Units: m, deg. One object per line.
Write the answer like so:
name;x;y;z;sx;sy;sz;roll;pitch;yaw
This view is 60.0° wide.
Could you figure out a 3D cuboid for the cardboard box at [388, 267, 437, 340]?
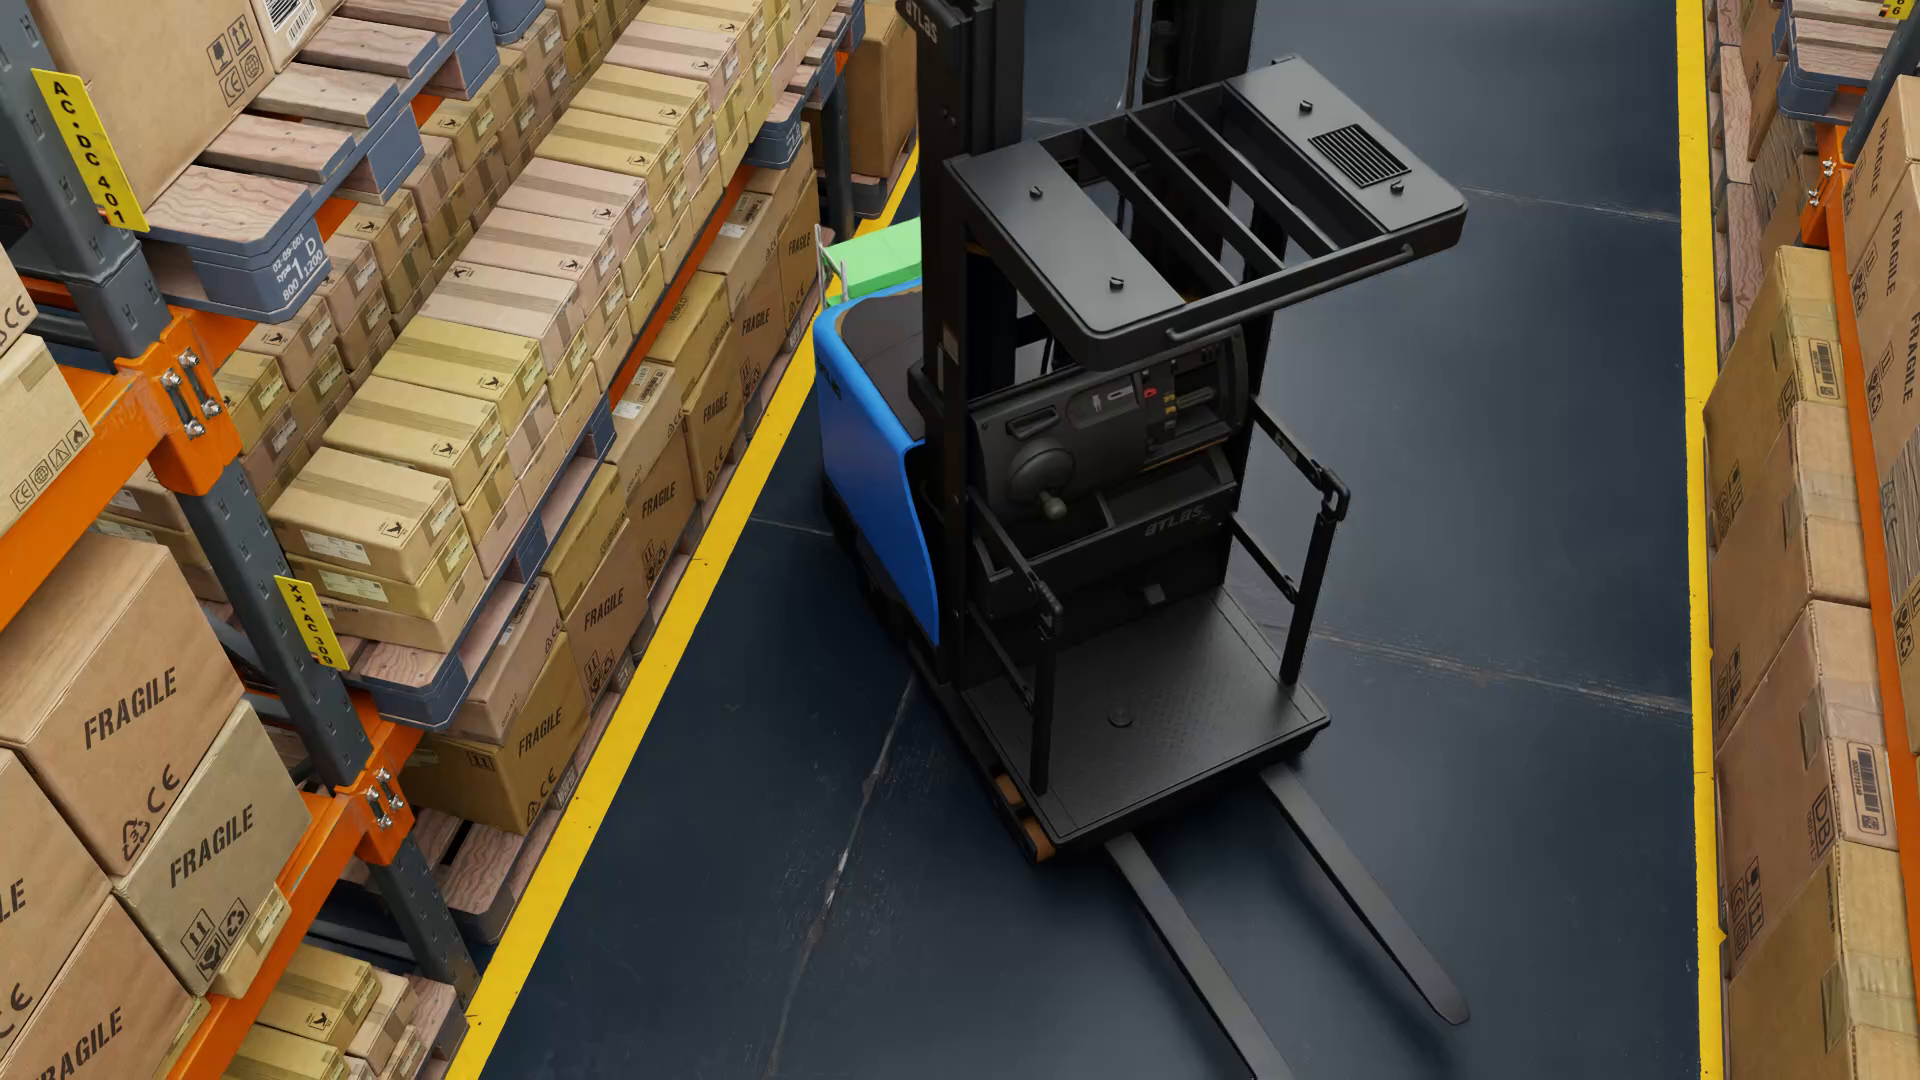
cardboard box;-1.869;-0.751;5.218;0.380;0.149;0.250;10;49;8

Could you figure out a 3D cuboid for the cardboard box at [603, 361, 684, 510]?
cardboard box;-1.327;-0.413;5.920;0.500;0.250;0.500;13;50;11

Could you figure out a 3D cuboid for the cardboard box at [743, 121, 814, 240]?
cardboard box;-0.927;-1.524;6.900;0.500;0.250;0.500;11;49;9

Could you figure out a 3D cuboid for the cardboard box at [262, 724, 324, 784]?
cardboard box;-2.100;0.486;5.627;0.500;0.500;0.500;11;49;9

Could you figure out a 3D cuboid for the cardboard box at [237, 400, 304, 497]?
cardboard box;-2.070;-0.289;4.613;0.380;0.149;0.250;12;50;10

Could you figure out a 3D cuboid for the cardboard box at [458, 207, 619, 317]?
cardboard box;-1.232;-0.817;4.880;0.380;0.149;0.250;11;50;10

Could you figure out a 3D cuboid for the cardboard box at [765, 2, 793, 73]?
cardboard box;-0.826;-1.833;5.975;0.380;0.149;0.250;13;50;11

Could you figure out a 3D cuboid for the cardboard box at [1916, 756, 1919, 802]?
cardboard box;2.703;0.653;4.025;0.500;0.500;0.500;13;50;11

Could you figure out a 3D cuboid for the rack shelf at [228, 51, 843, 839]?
rack shelf;-1.526;-0.826;5.877;1.077;0.370;4.000;12;50;10

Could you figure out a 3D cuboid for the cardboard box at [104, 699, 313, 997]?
cardboard box;-1.907;0.657;3.824;0.500;0.500;0.500;12;50;10

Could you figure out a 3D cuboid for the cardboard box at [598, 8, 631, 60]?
cardboard box;-1.453;-1.893;6.227;0.380;0.149;0.250;14;50;12

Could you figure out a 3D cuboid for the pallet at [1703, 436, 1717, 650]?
pallet;3.479;0.019;6.511;1.003;0.211;1.213;12;50;10

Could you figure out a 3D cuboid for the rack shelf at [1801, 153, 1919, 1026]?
rack shelf;3.233;0.226;4.949;1.077;0.370;4.000;12;50;10

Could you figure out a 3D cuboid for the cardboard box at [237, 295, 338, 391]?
cardboard box;-1.995;-0.580;4.671;0.380;0.149;0.250;10;49;9

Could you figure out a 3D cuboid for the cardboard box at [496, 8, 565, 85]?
cardboard box;-1.585;-1.708;5.667;0.380;0.149;0.250;14;50;12

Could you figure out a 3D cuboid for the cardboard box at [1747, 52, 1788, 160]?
cardboard box;4.192;-2.081;7.879;0.700;0.500;0.500;15;50;13

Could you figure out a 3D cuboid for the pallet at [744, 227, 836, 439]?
pallet;-1.207;-1.023;7.431;1.003;0.211;1.213;12;50;10

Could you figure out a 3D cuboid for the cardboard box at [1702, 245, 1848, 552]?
cardboard box;3.557;-0.400;6.158;1.225;0.875;0.875;9;49;8

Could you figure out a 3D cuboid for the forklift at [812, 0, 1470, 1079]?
forklift;0.574;-0.258;4.941;1.130;2.935;3.031;-21;52;-18

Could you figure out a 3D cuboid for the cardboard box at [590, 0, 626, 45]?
cardboard box;-1.457;-1.965;6.091;0.380;0.149;0.250;10;49;9

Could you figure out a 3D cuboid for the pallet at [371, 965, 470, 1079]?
pallet;-2.195;1.798;4.941;1.003;0.211;1.213;12;50;10

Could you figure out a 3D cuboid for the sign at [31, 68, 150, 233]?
sign;-1.527;-0.679;2.922;0.100;0.325;0.005;12;50;10

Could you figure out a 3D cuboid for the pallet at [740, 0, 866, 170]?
pallet;-1.084;-1.911;6.482;1.213;0.211;1.003;12;50;10

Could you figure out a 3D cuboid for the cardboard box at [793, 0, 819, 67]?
cardboard box;-0.753;-1.940;6.268;0.380;0.149;0.250;11;50;10

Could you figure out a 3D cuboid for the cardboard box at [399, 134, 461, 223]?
cardboard box;-1.791;-1.142;5.166;0.380;0.149;0.250;10;49;8

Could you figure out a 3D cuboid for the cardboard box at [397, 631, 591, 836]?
cardboard box;-1.602;0.589;5.536;0.500;0.500;0.500;13;50;11

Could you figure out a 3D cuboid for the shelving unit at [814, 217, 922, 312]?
shelving unit;-0.255;-0.766;6.545;0.503;1.200;0.258;-22;52;-18

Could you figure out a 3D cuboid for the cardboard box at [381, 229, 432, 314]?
cardboard box;-1.864;-0.855;5.112;0.380;0.149;0.250;9;49;8

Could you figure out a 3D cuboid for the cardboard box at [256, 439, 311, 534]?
cardboard box;-2.071;-0.188;4.721;0.380;0.149;0.250;12;50;10

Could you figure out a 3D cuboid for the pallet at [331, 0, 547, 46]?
pallet;-1.517;-1.724;4.314;1.213;0.211;1.003;12;50;10

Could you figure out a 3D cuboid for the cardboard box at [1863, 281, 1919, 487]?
cardboard box;3.104;-0.449;4.998;0.500;0.500;0.500;11;49;9

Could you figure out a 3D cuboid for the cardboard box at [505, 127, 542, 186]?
cardboard box;-1.659;-1.323;5.724;0.380;0.149;0.250;12;50;11

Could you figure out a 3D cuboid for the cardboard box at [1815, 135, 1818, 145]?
cardboard box;4.036;-1.902;7.220;0.500;0.250;0.500;17;51;14

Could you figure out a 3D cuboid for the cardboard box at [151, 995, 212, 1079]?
cardboard box;-1.992;1.108;3.858;0.380;0.149;0.250;13;50;12

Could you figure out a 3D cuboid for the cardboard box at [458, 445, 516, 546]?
cardboard box;-1.439;-0.154;4.493;0.380;0.149;0.250;11;49;9

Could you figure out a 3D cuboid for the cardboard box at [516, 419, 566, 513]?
cardboard box;-1.368;-0.249;4.776;0.380;0.149;0.250;12;50;10

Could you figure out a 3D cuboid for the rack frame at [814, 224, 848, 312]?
rack frame;-0.470;-0.679;6.468;0.015;1.200;0.240;-22;52;-18

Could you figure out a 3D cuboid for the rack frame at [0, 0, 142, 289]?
rack frame;-2.052;-1.603;2.081;1.000;3.000;0.127;12;50;10

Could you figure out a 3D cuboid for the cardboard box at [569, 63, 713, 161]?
cardboard box;-1.029;-1.384;5.380;0.380;0.149;0.250;14;50;12

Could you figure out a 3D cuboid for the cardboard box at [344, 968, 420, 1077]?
cardboard box;-1.828;1.379;4.874;0.380;0.149;0.250;12;50;11

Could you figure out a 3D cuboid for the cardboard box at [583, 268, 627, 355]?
cardboard box;-1.234;-0.724;4.996;0.380;0.149;0.250;13;50;12

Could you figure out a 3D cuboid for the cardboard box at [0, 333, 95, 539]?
cardboard box;-1.921;-0.152;2.902;0.500;0.250;0.500;13;50;11

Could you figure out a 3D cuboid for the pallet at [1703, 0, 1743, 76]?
pallet;4.608;-2.866;9.057;1.003;0.211;1.213;12;50;10

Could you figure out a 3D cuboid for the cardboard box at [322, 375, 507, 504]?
cardboard box;-1.437;-0.267;4.395;0.380;0.149;0.250;13;50;11

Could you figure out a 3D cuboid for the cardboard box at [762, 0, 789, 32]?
cardboard box;-0.823;-1.948;5.878;0.380;0.149;0.250;13;50;11

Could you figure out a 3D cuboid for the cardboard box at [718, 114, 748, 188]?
cardboard box;-0.959;-1.379;5.773;0.380;0.149;0.250;10;49;8

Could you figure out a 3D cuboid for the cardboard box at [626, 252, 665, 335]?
cardboard box;-1.166;-0.813;5.273;0.380;0.149;0.250;11;49;9

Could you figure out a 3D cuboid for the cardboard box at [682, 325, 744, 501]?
cardboard box;-1.184;-0.534;6.527;0.500;0.500;0.500;10;49;8

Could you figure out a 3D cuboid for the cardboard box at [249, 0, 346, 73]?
cardboard box;-1.618;-1.315;3.607;0.500;0.311;0.500;11;49;10

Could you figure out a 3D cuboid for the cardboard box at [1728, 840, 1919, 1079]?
cardboard box;2.855;1.532;4.453;1.225;0.875;0.875;12;50;10

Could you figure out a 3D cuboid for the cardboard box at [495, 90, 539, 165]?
cardboard box;-1.658;-1.423;5.613;0.380;0.149;0.250;11;50;10

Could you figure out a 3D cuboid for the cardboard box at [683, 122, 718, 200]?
cardboard box;-1.028;-1.284;5.491;0.380;0.149;0.250;13;50;11
